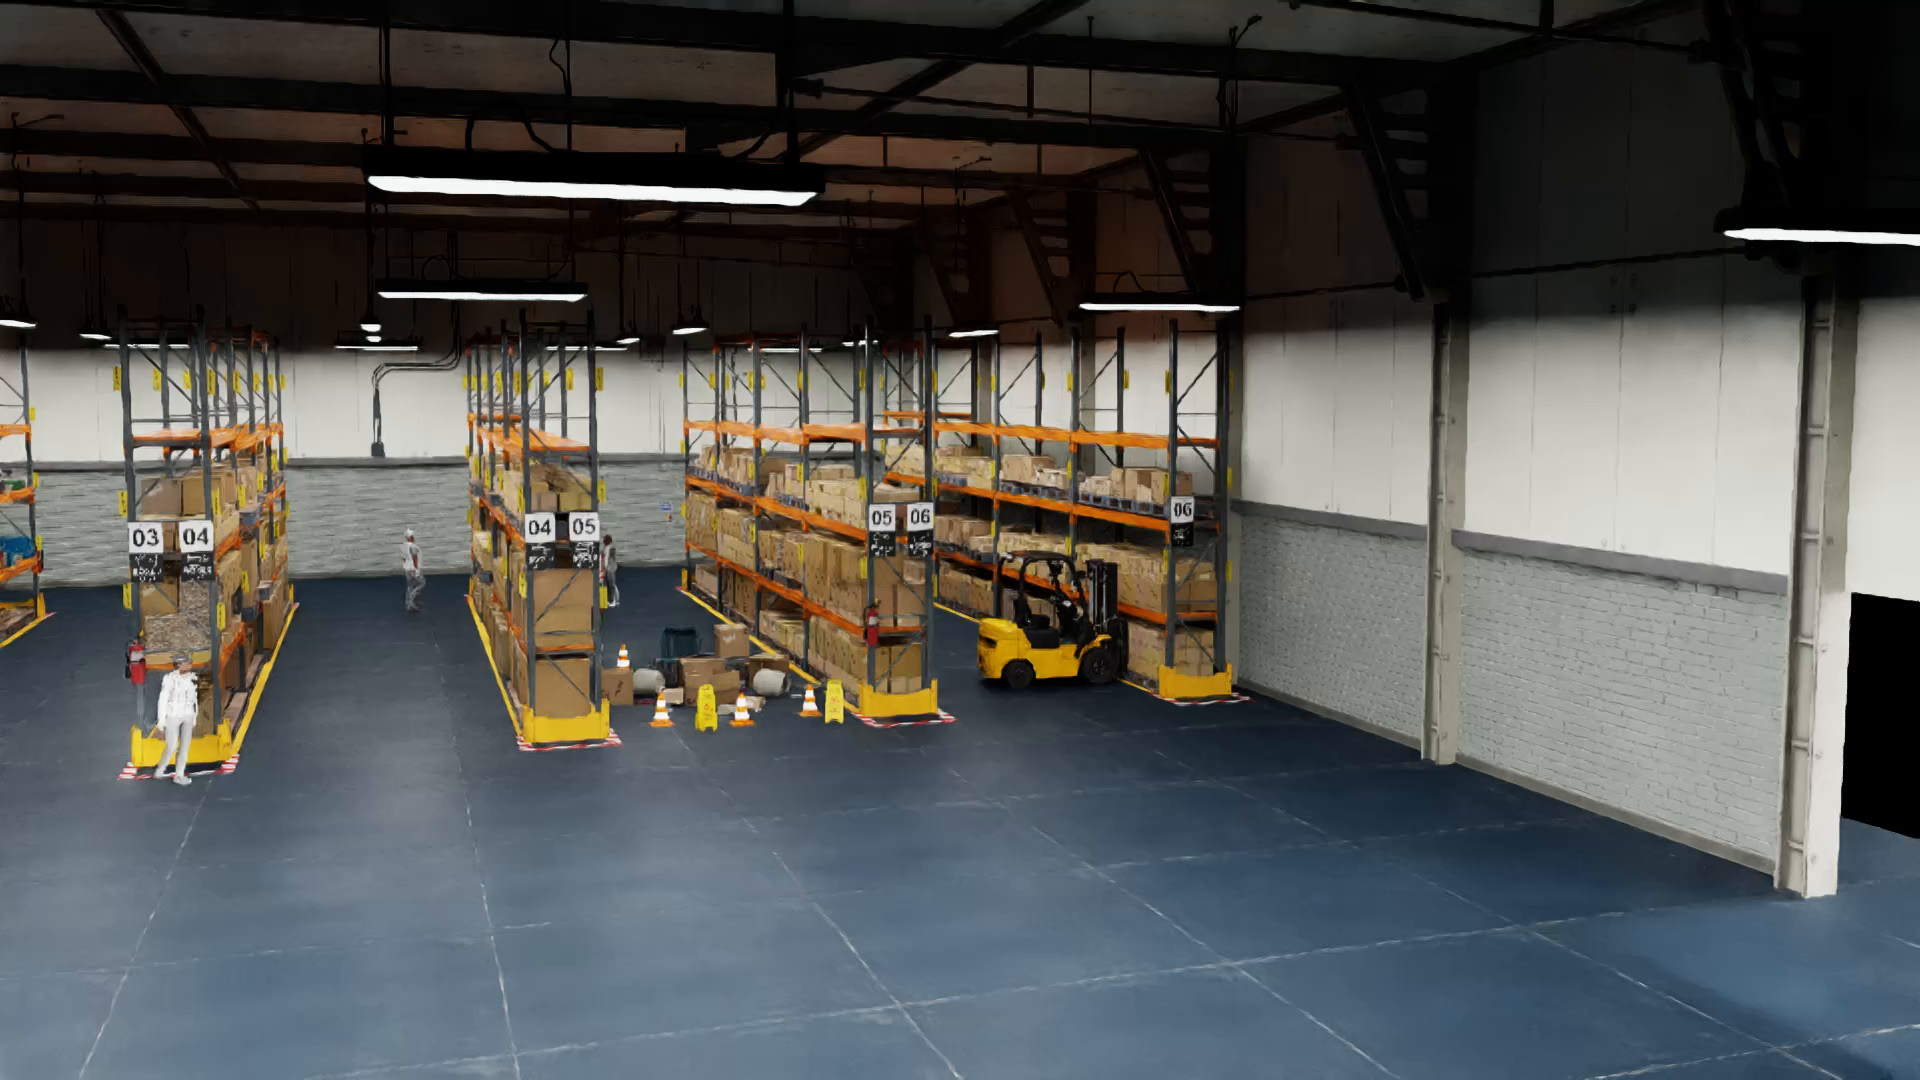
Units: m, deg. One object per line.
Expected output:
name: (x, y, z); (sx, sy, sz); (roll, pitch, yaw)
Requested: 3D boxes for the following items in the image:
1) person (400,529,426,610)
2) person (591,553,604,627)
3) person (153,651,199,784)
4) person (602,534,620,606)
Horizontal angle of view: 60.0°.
person: (-12.041, 0.652, 36.505); (0.604, 1.781, 0.444); (5, 8, 44)
person: (-7.539, 0.863, 34.112); (0.577, 1.785, 0.650); (1, 6, 13)
person: (-9.798, 2.207, 20.788); (0.521, 1.671, 0.533); (4, 7, 34)
person: (-7.873, 0.664, 37.246); (0.538, 1.587, 0.541); (0, 5, 2)
